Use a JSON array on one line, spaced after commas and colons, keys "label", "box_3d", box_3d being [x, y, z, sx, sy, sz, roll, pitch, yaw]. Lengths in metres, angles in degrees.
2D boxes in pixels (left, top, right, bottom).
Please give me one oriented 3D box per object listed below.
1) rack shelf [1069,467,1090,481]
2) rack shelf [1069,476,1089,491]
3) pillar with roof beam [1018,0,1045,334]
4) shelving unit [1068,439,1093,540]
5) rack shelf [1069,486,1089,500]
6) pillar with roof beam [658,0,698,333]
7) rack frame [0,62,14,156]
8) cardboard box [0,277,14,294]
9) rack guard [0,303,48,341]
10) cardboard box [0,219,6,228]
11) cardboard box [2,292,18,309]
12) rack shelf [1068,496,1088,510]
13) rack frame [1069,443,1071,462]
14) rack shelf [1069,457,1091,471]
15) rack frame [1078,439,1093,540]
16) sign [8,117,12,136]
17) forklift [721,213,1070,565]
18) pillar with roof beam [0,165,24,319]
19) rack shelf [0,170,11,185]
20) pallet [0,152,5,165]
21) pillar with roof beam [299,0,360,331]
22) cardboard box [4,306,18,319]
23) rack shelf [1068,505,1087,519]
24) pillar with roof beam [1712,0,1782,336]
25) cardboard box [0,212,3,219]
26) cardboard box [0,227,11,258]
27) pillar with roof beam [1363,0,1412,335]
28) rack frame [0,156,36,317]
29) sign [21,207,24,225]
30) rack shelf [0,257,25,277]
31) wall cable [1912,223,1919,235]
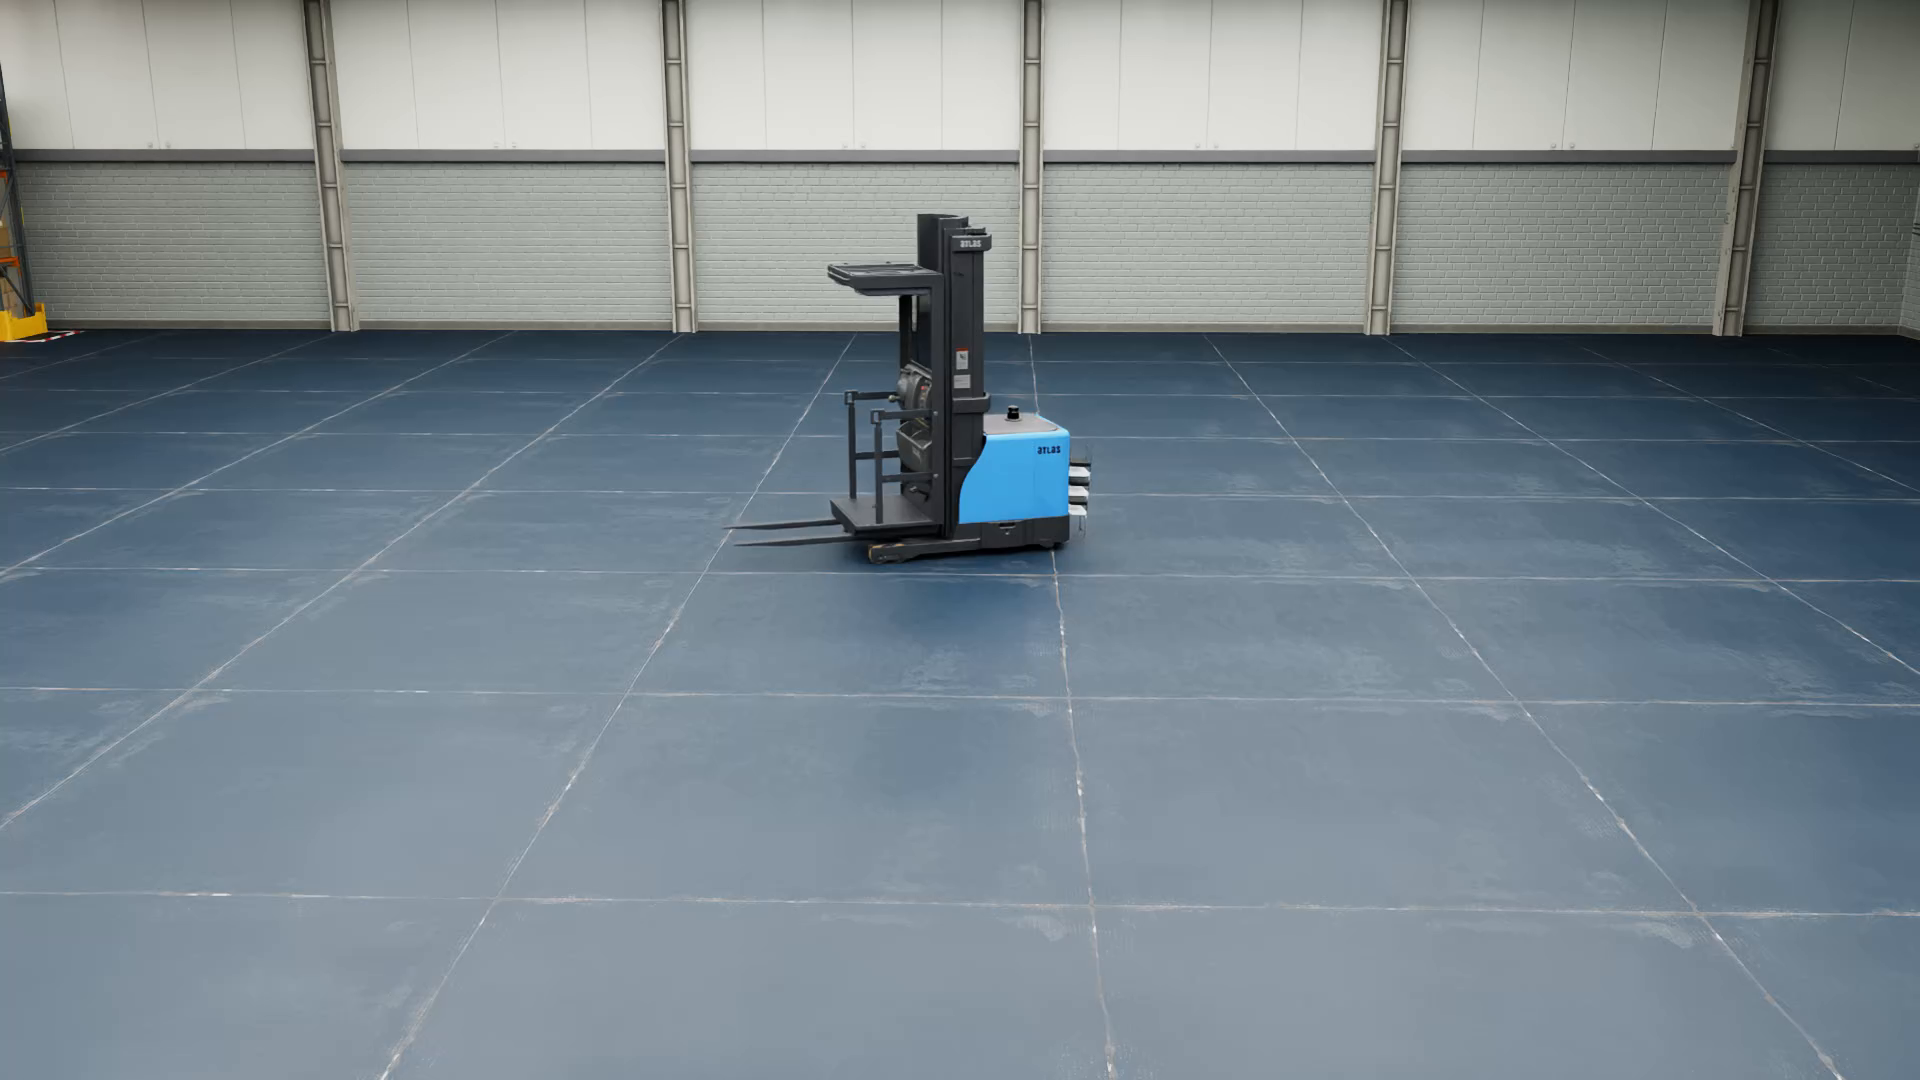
[{"label": "rack shelf", "box_3d": [1.063, -0.608, 15.194, 0.200, 0.077, 0.258, 2, 14, -9]}, {"label": "rack shelf", "box_3d": [1.057, -0.521, 15.216, 0.200, 0.077, 0.258, 2, 14, -9]}, {"label": "pillar with roof beam", "box_3d": [1.094, -6.861, 23.615, 0.400, 9.000, 9.100, 0, 15, 1]}, {"label": "shelving unit", "box_3d": [1.053, -0.467, 15.230, 0.210, 0.900, 0.258, 2, 14, -9]}, {"label": "rack shelf", "box_3d": [1.050, -0.434, 15.238, 0.200, 0.077, 0.258, 2, 14, -9]}, {"label": "pillar with roof beam", "box_3d": [-4.904, -6.900, 23.763, 0.400, 9.000, 9.100, 0, 15, 1]}, {"label": "rack frame", "box_3d": [-16.117, -7.842, 27.333, 0.127, 3.000, 1.000, 0, 15, 1]}, {"label": "cardboard box", "box_3d": [-16.593, -4.349, 28.462, 0.500, 0.250, 0.500, 0, 15, 1]}, {"label": "rack guard", "box_3d": [-16.093, -3.732, 28.416, 0.348, 0.500, 1.175, 0, 15, 1]}, {"label": "cardboard box", "box_3d": [-16.449, -5.371, 28.261, 0.250, 0.149, 0.380, 0, 15, 0]}, {"label": "cardboard box", "box_3d": [-16.582, -4.112, 28.544, 0.500, 0.250, 0.500, 1, 15, 2]}, {"label": "rack shelf", "box_3d": [1.044, -0.347, 15.260, 0.200, 0.077, 0.258, 2, 14, -9]}, {"label": "rack frame", "box_3d": [0.952, -0.470, 15.214, 0.006, 0.900, 0.240, 2, 14, -9]}, {"label": "rack shelf", "box_3d": [1.069, -0.696, 15.172, 0.200, 0.077, 0.258, 2, 14, -9]}, {"label": "rack frame", "box_3d": [1.153, -0.464, 15.246, 0.006, 0.900, 0.240, 2, 14, -9]}, {"label": "sign", "box_3d": [-16.097, -6.994, 28.130, 0.005, 0.325, 0.100, 0, 15, 1]}, {"label": "forklift", "box_3d": [-0.589, -1.353, 14.634, 3.031, 2.935, 1.130, -4, 15, -16]}, {"label": "pillar with roof beam", "box_3d": [-16.900, -6.978, 24.060, 0.400, 9.000, 9.100, 0, 15, 1]}, {"label": "rack shelf", "box_3d": [-18.116, -6.057, 27.856, 4.000, 0.370, 1.077, 0, 15, 1]}, {"label": "pallet", "box_3d": [-16.823, -6.360, 27.769, 1.213, 0.211, 1.003, 0, 15, 1]}, {"label": "pillar with roof beam", "box_3d": [-10.902, -6.939, 23.912, 0.400, 9.000, 9.100, 0, 15, 1]}, {"label": "cardboard box", "box_3d": [-16.603, -3.868, 28.596, 0.500, 0.250, 0.500, 0, 15, 2]}, {"label": "rack shelf", "box_3d": [1.038, -0.260, 15.282, 0.200, 0.077, 0.258, 2, 14, -9]}, {"label": "pillar with roof beam", "box_3d": [13.090, -6.783, 23.319, 0.400, 9.000, 9.100, 0, 15, 1]}, {"label": "cardboard box", "box_3d": [-16.447, -5.503, 28.179, 0.250, 0.149, 0.380, 0, 15, 0]}, {"label": "cardboard box", "box_3d": [-16.605, -5.063, 28.366, 0.500, 0.500, 0.500, 1, 15, 3]}, {"label": "pillar with roof beam", "box_3d": [7.092, -6.822, 23.467, 0.400, 9.000, 9.100, 0, 15, 1]}, {"label": "rack frame", "box_3d": [-16.117, -4.941, 28.098, 0.127, 3.000, 1.000, 0, 15, 1]}, {"label": "sign", "box_3d": [-16.097, -5.539, 28.514, 0.005, 0.325, 0.100, 0, 15, 1]}, {"label": "rack shelf", "box_3d": [-18.116, -4.606, 28.239, 4.000, 0.370, 1.077, 0, 15, 1]}, {"label": "wall cable", "box_3d": [16.111, -6.023, 26.525, 0.112, 2.526, 3.097, 0, 15, 1]}]
